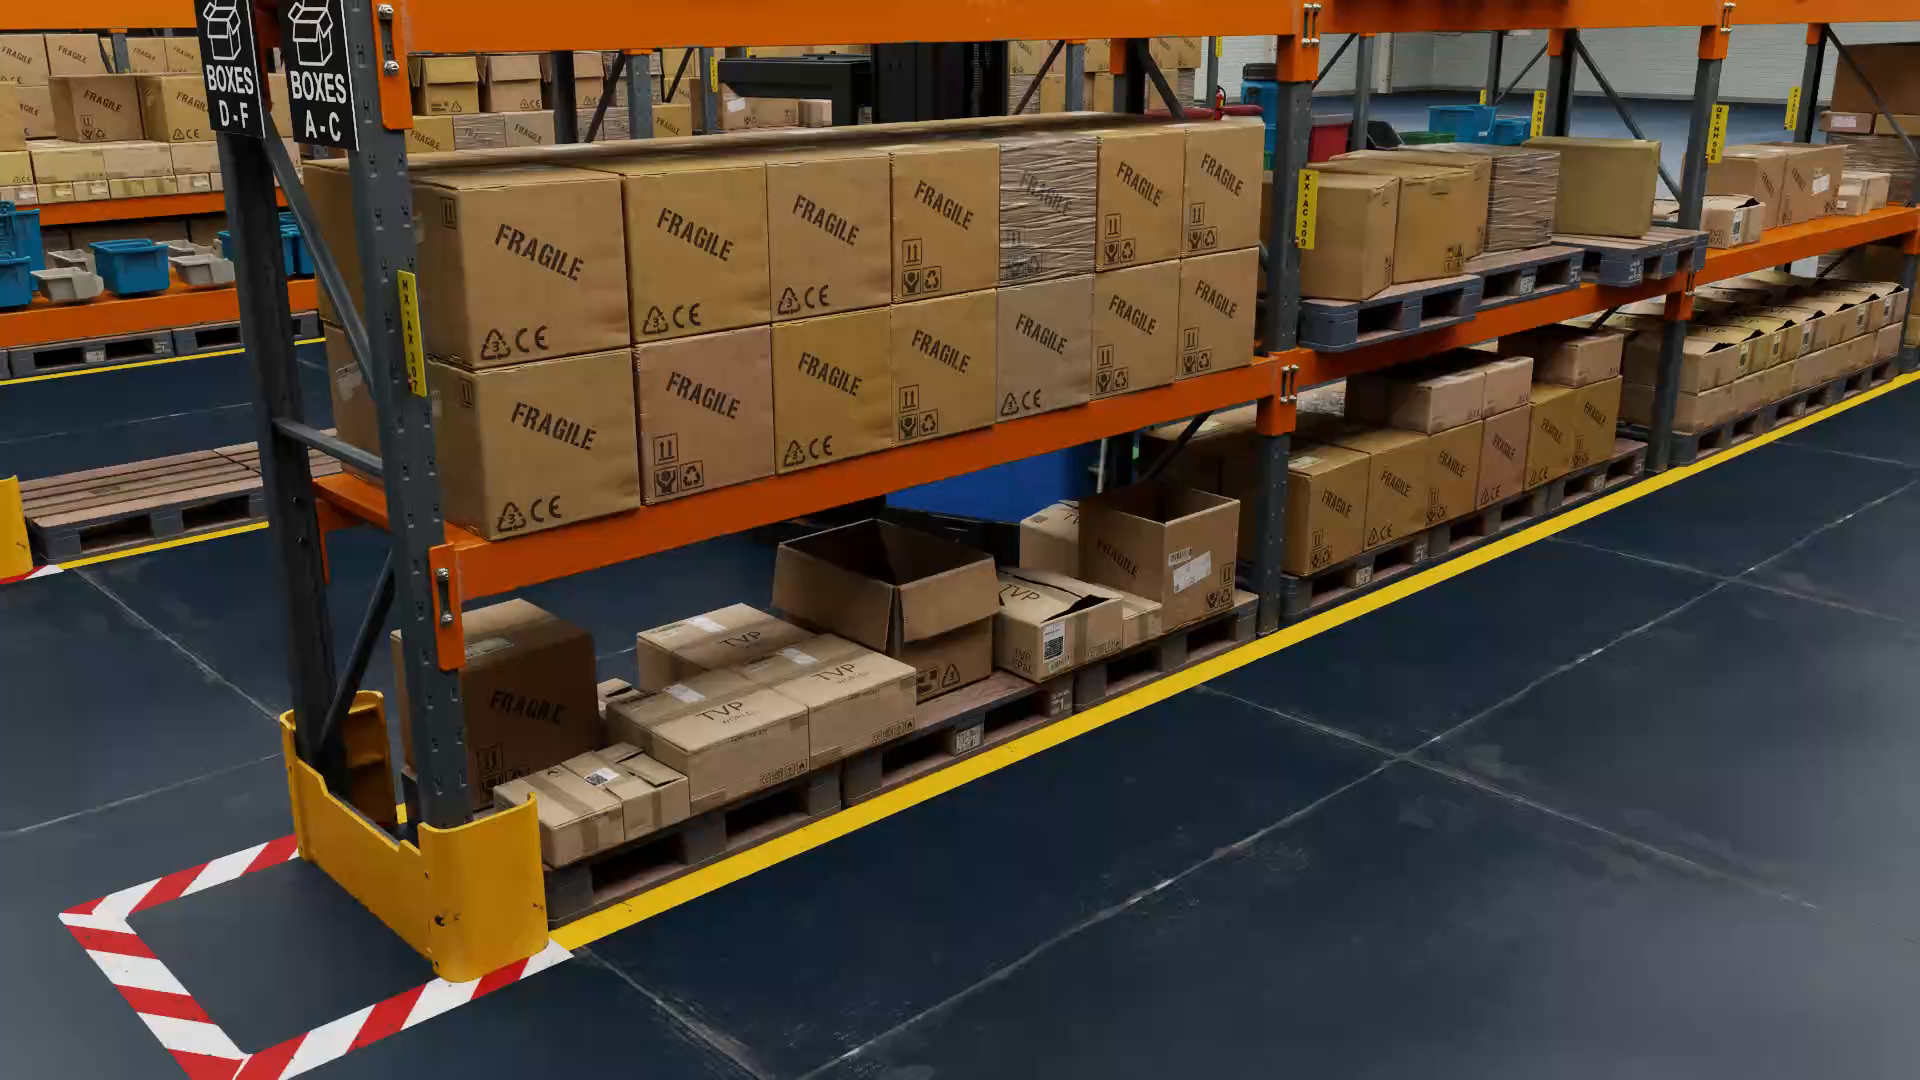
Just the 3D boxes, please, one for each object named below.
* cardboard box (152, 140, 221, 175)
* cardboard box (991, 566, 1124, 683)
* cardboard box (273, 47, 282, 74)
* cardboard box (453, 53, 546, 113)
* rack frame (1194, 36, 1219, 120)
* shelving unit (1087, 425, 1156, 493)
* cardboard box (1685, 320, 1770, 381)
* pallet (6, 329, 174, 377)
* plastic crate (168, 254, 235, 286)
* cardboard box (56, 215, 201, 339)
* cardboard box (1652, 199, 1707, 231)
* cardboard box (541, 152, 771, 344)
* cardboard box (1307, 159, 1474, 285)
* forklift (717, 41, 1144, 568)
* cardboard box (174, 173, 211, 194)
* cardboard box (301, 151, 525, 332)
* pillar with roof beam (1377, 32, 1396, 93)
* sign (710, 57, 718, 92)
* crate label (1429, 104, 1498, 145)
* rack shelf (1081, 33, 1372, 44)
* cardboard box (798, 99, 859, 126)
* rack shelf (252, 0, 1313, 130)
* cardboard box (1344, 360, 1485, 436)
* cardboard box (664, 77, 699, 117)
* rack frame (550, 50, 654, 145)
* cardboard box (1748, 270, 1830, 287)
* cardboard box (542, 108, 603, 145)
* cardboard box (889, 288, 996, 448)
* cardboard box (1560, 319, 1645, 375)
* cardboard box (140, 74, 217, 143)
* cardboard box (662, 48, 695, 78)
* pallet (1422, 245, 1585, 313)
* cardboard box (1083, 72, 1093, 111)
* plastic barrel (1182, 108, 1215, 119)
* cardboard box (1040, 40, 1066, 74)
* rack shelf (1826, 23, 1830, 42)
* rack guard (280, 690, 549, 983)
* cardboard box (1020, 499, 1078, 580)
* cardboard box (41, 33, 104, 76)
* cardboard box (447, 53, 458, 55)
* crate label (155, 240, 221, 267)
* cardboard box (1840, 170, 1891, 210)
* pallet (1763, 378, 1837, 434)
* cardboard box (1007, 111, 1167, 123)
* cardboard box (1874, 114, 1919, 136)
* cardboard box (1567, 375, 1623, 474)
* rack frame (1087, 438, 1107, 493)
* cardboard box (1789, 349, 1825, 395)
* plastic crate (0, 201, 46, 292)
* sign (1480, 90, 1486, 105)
[{"bbox_3d":[-6.237,-3.132,13.541,0.500,0.250,0.500,-15,23,-39],"label":"cardboard box"},{"bbox_3d":[0.318,0.310,6.812,0.500,0.311,0.500,-16,24,-41],"label":"cardboard box"},{"bbox_3d":[-9.820,-6.747,23.149,0.500,0.500,0.500,-17,25,-42],"label":"cardboard box"},{"bbox_3d":[-4.316,-4.264,15.484,0.637,0.503,0.797,-15,23,-39],"label":"cardboard box"},{"bbox_3d":[2.998,-5.867,22.216,0.127,3.000,1.000,-16,24,-41],"label":"rack frame"},{"bbox_3d":[0.739,-0.420,8.305,0.258,1.200,0.503,17,24,32],"label":"shelving unit"},{"bbox_3d":[4.946,-1.268,10.899,0.500,0.311,0.500,-17,25,-42],"label":"cardboard box"},{"bbox_3d":[-7.215,-1.594,13.559,1.213,0.211,1.003,-16,24,-41],"label":"pallet"},{"bbox_3d":[-4.037,-1.441,8.896,0.298,0.136,0.250,-16,24,-41],"label":"plastic crate"},{"bbox_3d":[-6.910,-2.200,13.672,0.875,0.875,0.875,-16,24,-41],"label":"cardboard box"},{"bbox_3d":[4.282,-1.976,10.359,0.500,0.311,0.500,-14,23,-37],"label":"cardboard box"},{"bbox_3d":[-0.947,-0.926,5.194,0.500,0.500,0.500,-16,24,-40],"label":"cardboard box"},{"bbox_3d":[2.036,-1.561,8.092,0.500,0.500,0.700,-12,21,-32],"label":"cardboard box"},{"bbox_3d":[-0.567,-1.478,8.791,3.031,2.935,1.130,8,20,24],"label":"forklift"},{"bbox_3d":[-6.279,-2.903,13.482,0.250,0.149,0.380,-16,24,-40],"label":"cardboard box"},{"bbox_3d":[-1.690,-0.935,5.221,0.500,0.500,0.500,-17,24,-41],"label":"cardboard box"},{"bbox_3d":[16.407,-17.500,48.368,0.400,9.000,9.100,-16,24,-41],"label":"pillar with roof beam"},{"bbox_3d":[-2.432,-4.599,16.427,0.005,0.325,0.100,-16,24,-41],"label":"sign"},{"bbox_3d":[5.249,-4.323,17.397,0.616,0.435,0.502,-16,24,-41],"label":"crate label"},{"bbox_3d":[2.041,-4.570,14.519,4.000,0.370,1.077,-16,24,-41],"label":"rack shelf"},{"bbox_3d":[-1.440,-4.604,17.882,0.500,0.250,0.500,17,25,42],"label":"cardboard box"},{"bbox_3d":[-0.372,-1.764,5.865,4.000,0.370,1.077,-16,24,-41],"label":"rack shelf"},{"bbox_3d":[2.327,-0.740,8.527,0.500,0.250,0.500,-16,24,-41],"label":"cardboard box"},{"bbox_3d":[-3.806,-5.922,22.225,0.500,0.500,0.500,-17,24,-41],"label":"cardboard box"},{"bbox_3d":[-2.319,-2.214,10.950,0.127,3.000,1.000,-16,24,-41],"label":"rack frame"},{"bbox_3d":[6.423,-1.925,12.927,0.500,0.311,0.500,-16,24,-41],"label":"cardboard box"},{"bbox_3d":[-3.745,-3.844,15.815,0.500,0.500,0.500,17,25,42],"label":"cardboard box"},{"bbox_3d":[-0.219,-0.660,5.994,0.500,0.500,0.500,-16,24,-40],"label":"cardboard box"},{"bbox_3d":[4.199,-1.275,10.923,0.500,0.311,0.500,-15,24,-39],"label":"cardboard box"},{"bbox_3d":[-6.239,-3.488,13.425,0.500,0.500,0.500,-16,24,-40],"label":"cardboard box"},{"bbox_3d":[-3.972,-6.459,22.260,0.500,0.500,0.700,-17,24,-42],"label":"cardboard box"},{"bbox_3d":[2.578,-1.446,8.893,1.213,0.211,1.003,-16,24,-41],"label":"pallet"},{"bbox_3d":[1.142,-5.516,20.491,0.500,0.500,0.875,-16,24,-41],"label":"cardboard box"},{"bbox_3d":[2.115,-3.665,15.204,0.433,0.535,0.433,0,18,0],"label":"plastic barrel"},{"bbox_3d":[0.955,-5.828,19.832,0.500,0.500,0.500,-16,24,-41],"label":"cardboard box"},{"bbox_3d":[8.348,-4.307,13.707,4.000,0.370,1.077,-16,24,-41],"label":"rack shelf"},{"bbox_3d":[-1.770,0.917,5.345,0.348,0.500,1.175,-16,24,-41],"label":"rack guard"},{"bbox_3d":[0.628,0.007,7.746,0.500,0.311,0.500,-16,24,-41],"label":"cardboard box"},{"bbox_3d":[-9.212,-4.961,17.158,0.500,0.500,0.500,17,24,42],"label":"cardboard box"},{"bbox_3d":[-7.634,-7.266,25.207,0.500,0.500,0.500,-15,23,-39],"label":"cardboard box"},{"bbox_3d":[-4.351,-1.606,9.403,0.243,0.136,0.396,-16,24,-41],"label":"crate label"},{"bbox_3d":[6.567,-2.613,12.423,0.500,0.250,0.500,-14,23,-37],"label":"cardboard box"},{"bbox_3d":[5.499,-1.047,11.872,1.213,0.211,1.003,-16,24,-41],"label":"pallet"},{"bbox_3d":[0.546,-1.590,7.240,0.500,0.500,0.500,-15,24,-39],"label":"cardboard box"},{"bbox_3d":[7.223,-3.168,12.678,0.250,0.149,0.380,-16,24,-41],"label":"cardboard box"},{"bbox_3d":[3.470,-0.720,9.682,0.500,0.500,0.500,-15,23,-39],"label":"cardboard box"},{"bbox_3d":[0.597,-0.358,8.116,0.240,1.200,0.015,17,24,32],"label":"rack frame"},{"bbox_3d":[5.681,-1.214,11.644,0.500,0.250,0.500,-16,24,-40],"label":"cardboard box"},{"bbox_3d":[-5.110,-1.525,8.669,0.499,0.435,0.616,-16,24,-41],"label":"plastic crate"},{"bbox_3d":[6.026,-5.013,19.133,0.005,0.325,0.100,-16,24,-41],"label":"sign"}]
